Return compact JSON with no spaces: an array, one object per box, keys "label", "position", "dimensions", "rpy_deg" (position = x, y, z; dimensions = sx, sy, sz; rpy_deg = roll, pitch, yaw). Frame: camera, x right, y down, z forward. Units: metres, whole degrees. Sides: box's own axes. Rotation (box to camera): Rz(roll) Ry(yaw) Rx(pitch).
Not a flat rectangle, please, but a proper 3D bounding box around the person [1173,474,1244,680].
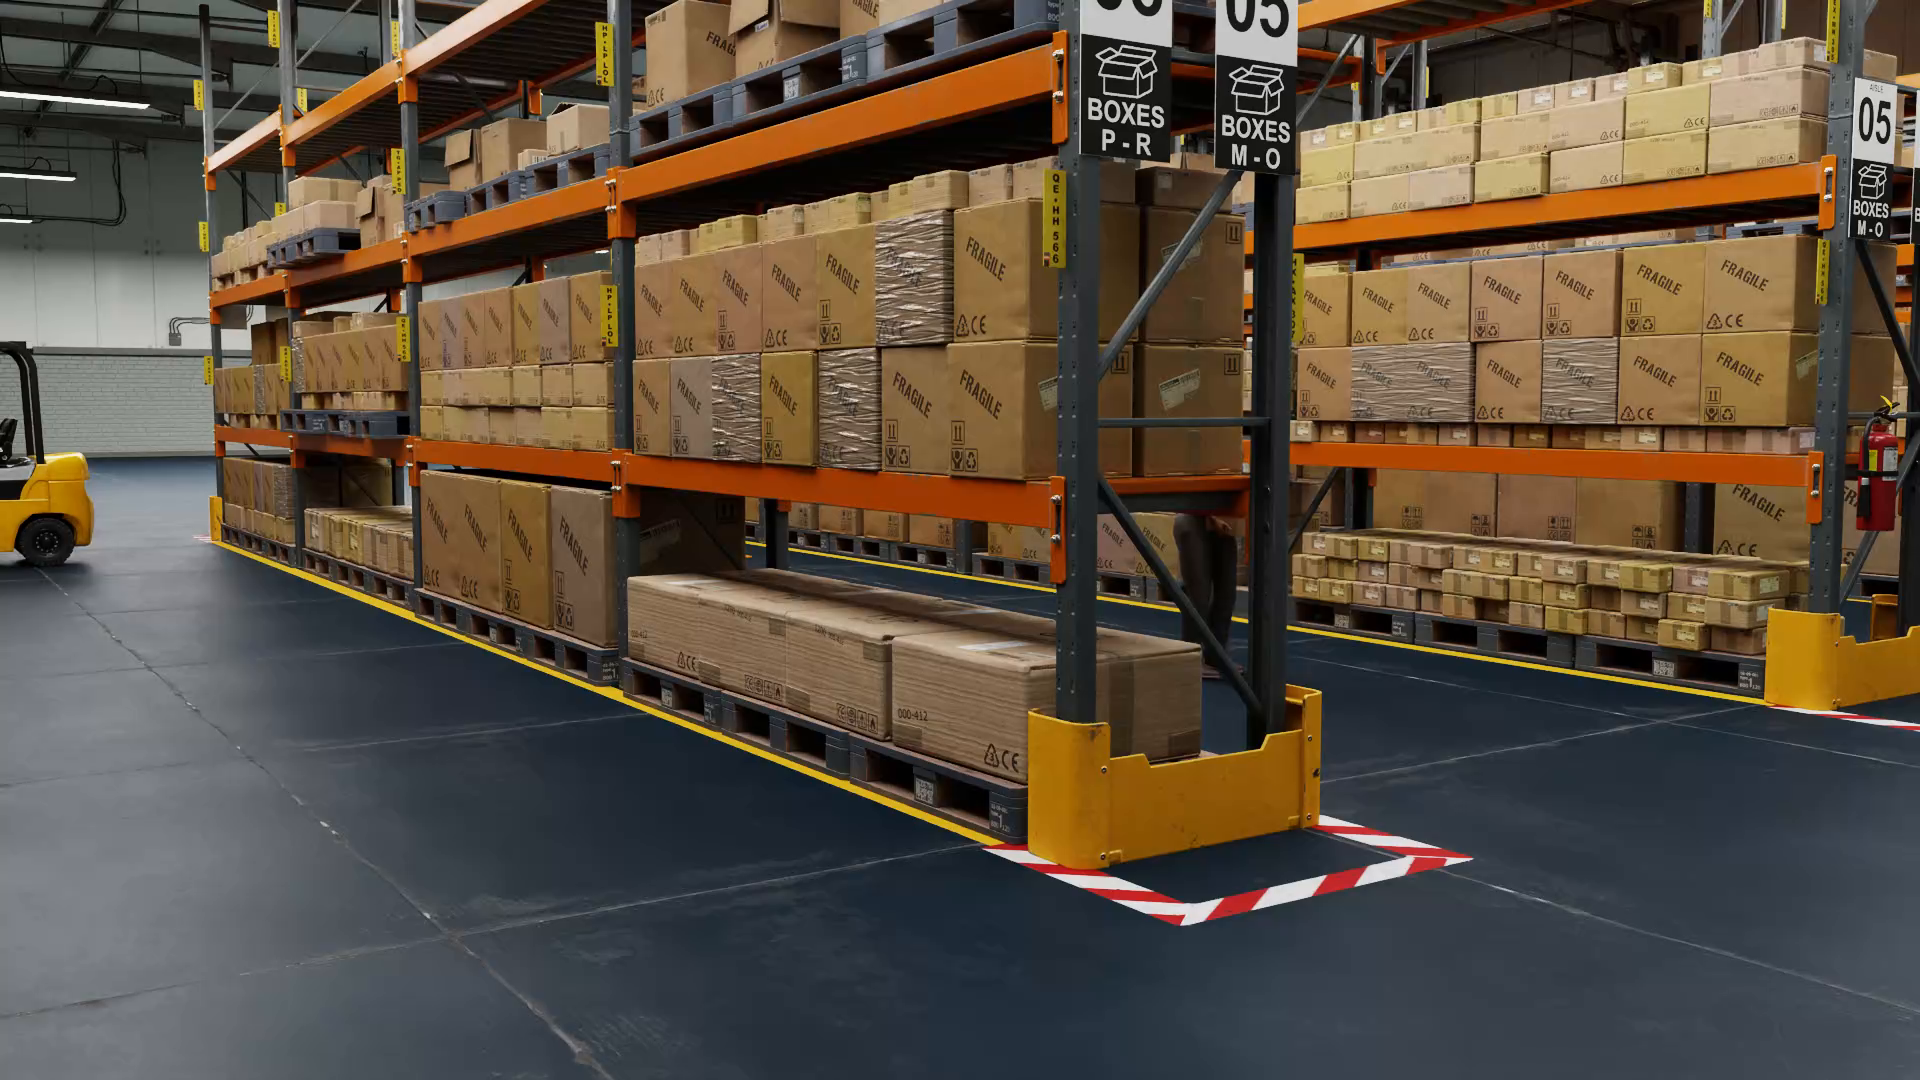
[{"label":"person","position":[1.489,-0.035,9.591],"dimensions":[0.435,1.657,0.504],"rpy_deg":[-3,6,-34]}]
